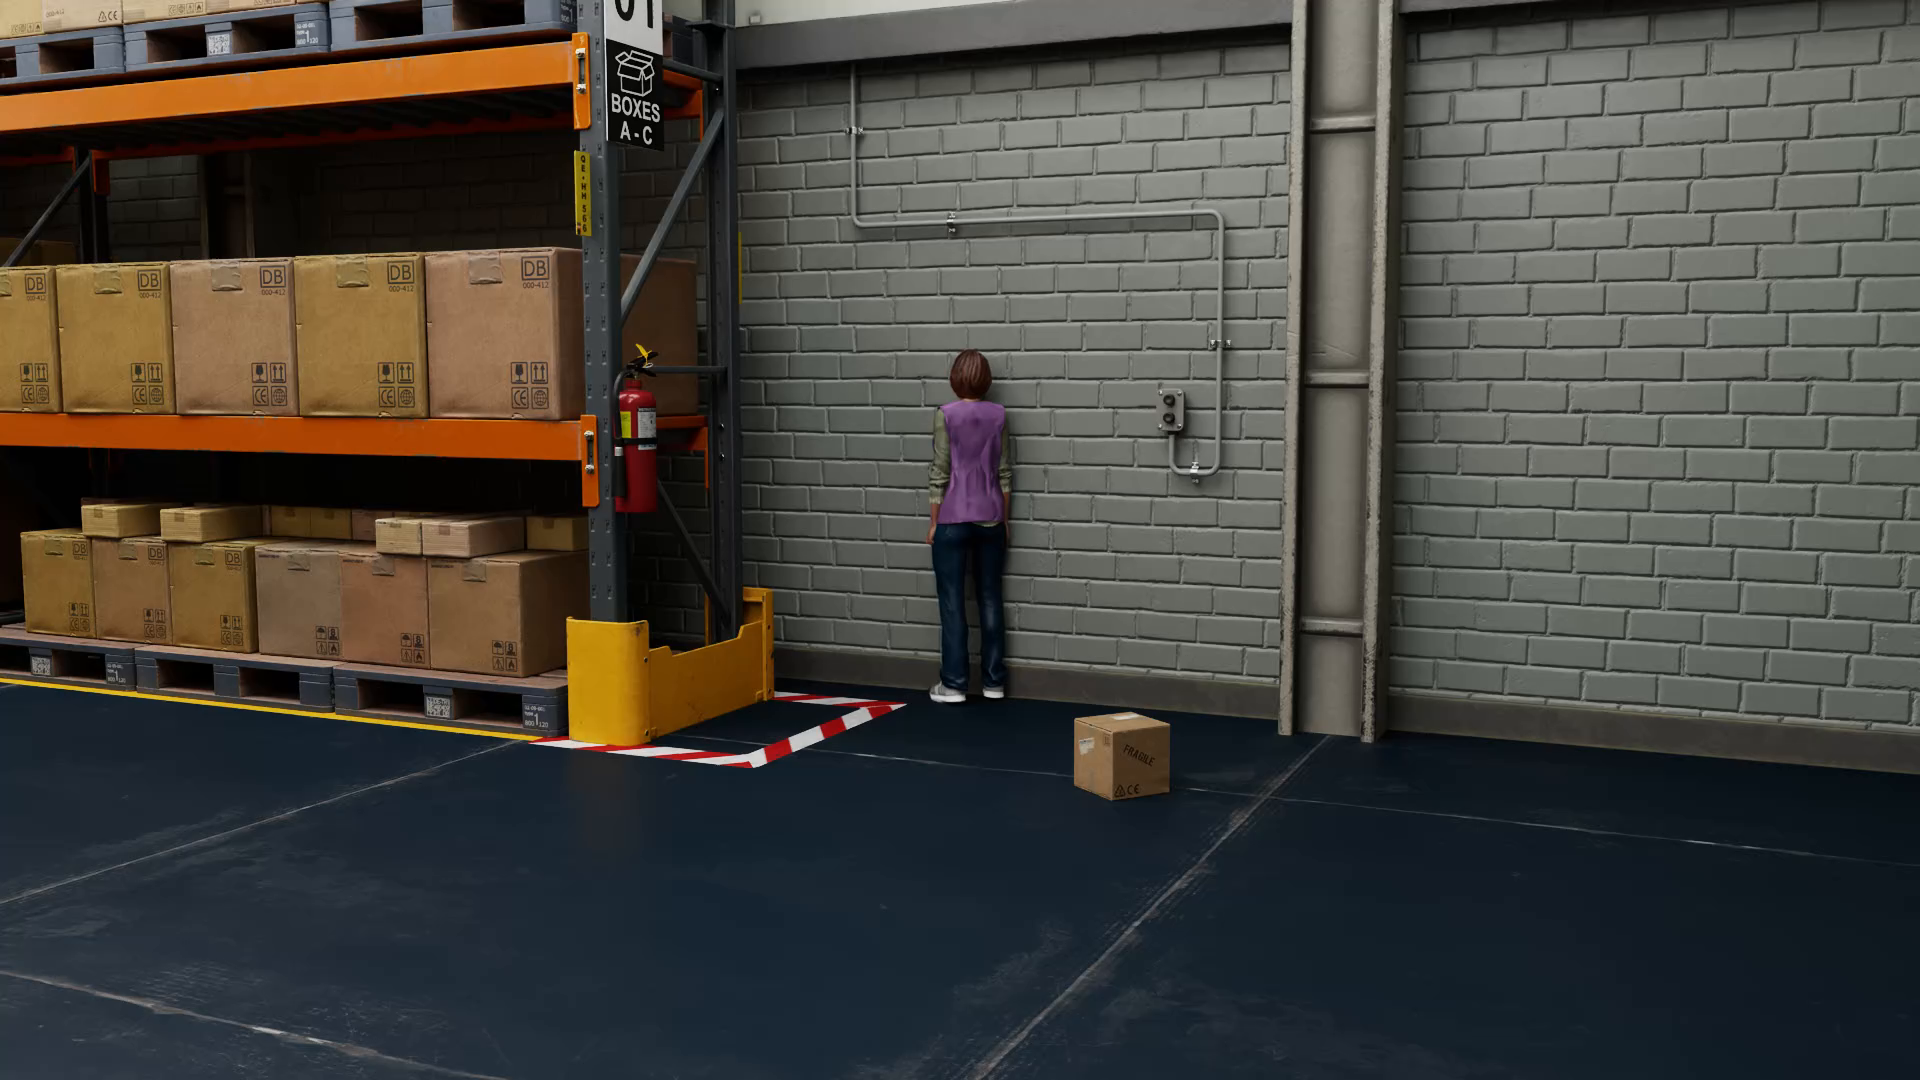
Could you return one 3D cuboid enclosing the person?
[{"bbox_3d":[0.037,-0.063,7.570,0.410,1.604,0.319,-2,6,-19],"label":"person"}]
